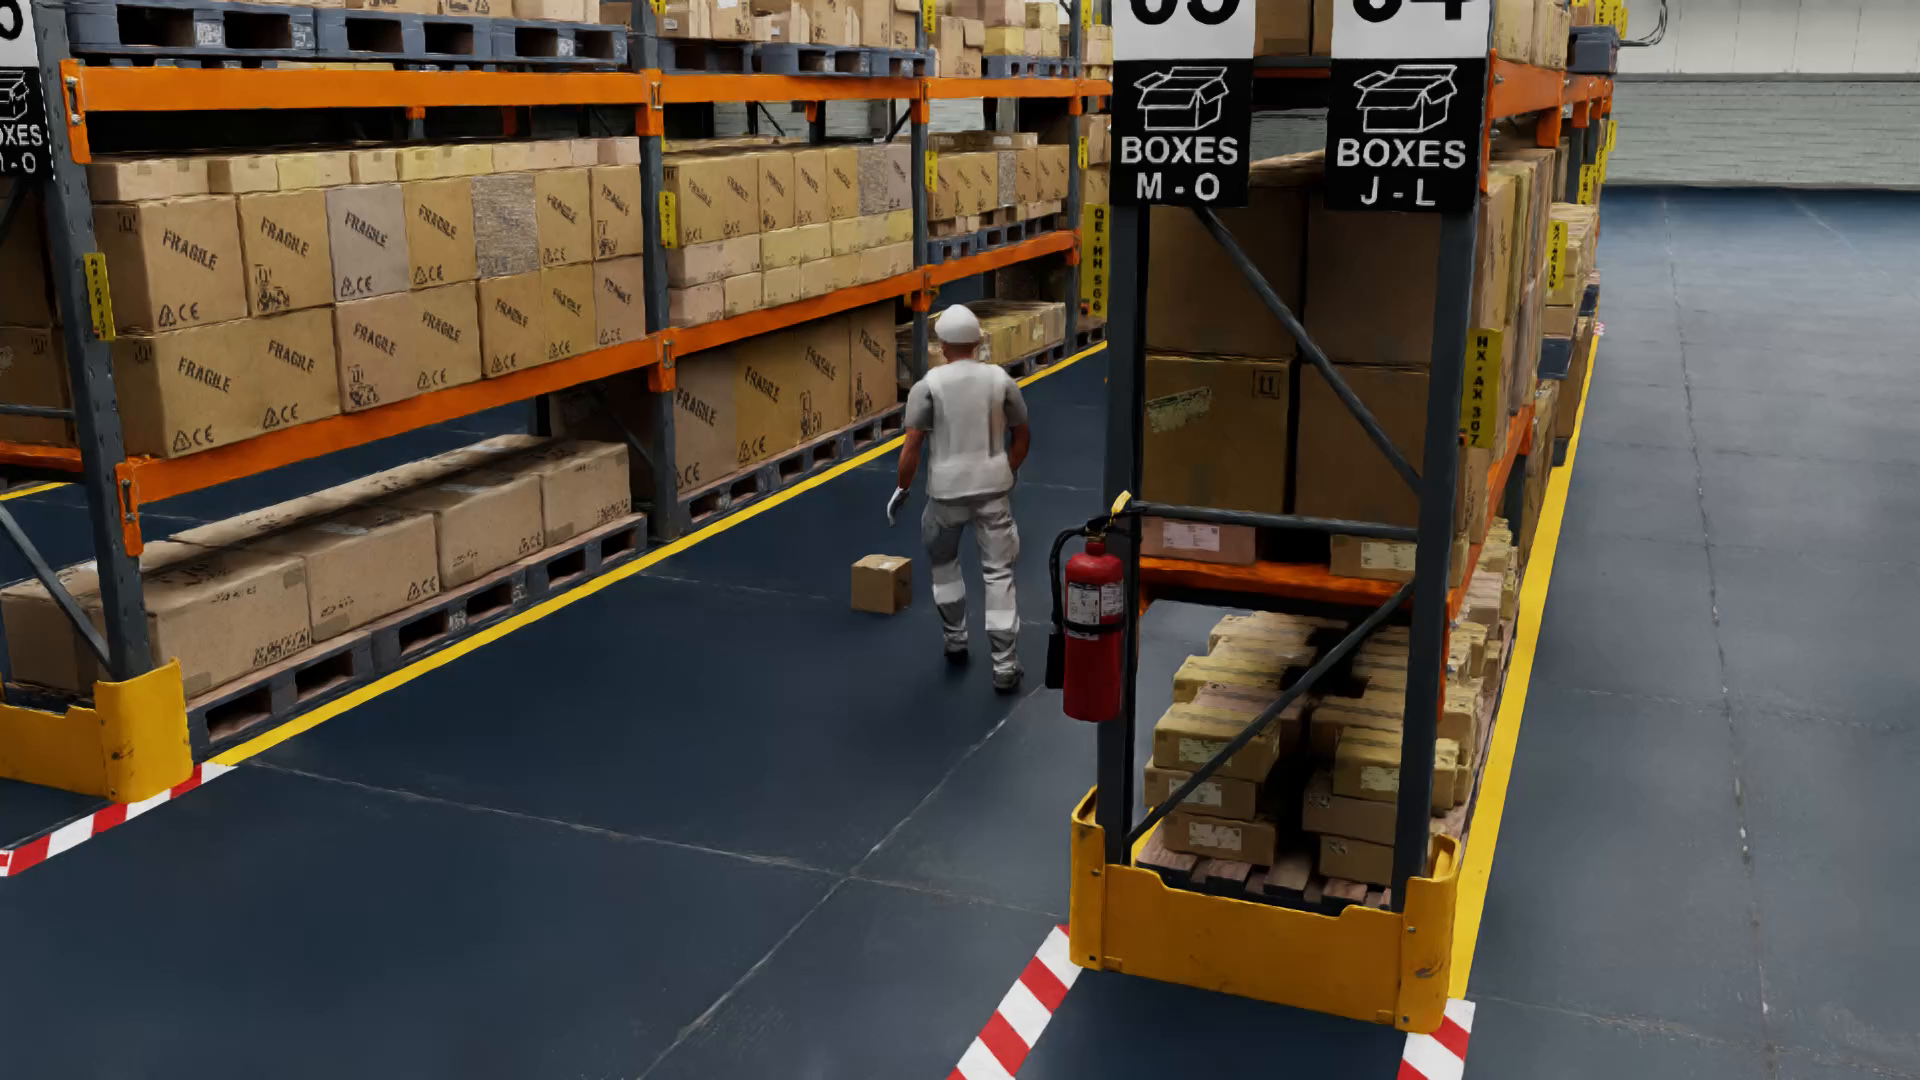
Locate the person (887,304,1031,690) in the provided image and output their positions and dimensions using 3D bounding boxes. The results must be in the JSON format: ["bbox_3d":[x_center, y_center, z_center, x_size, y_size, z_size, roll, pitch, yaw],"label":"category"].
[{"bbox_3d":[-0.001,-0.200,7.792,0.686,1.791,0.691,-2,15,-8],"label":"person"}]
